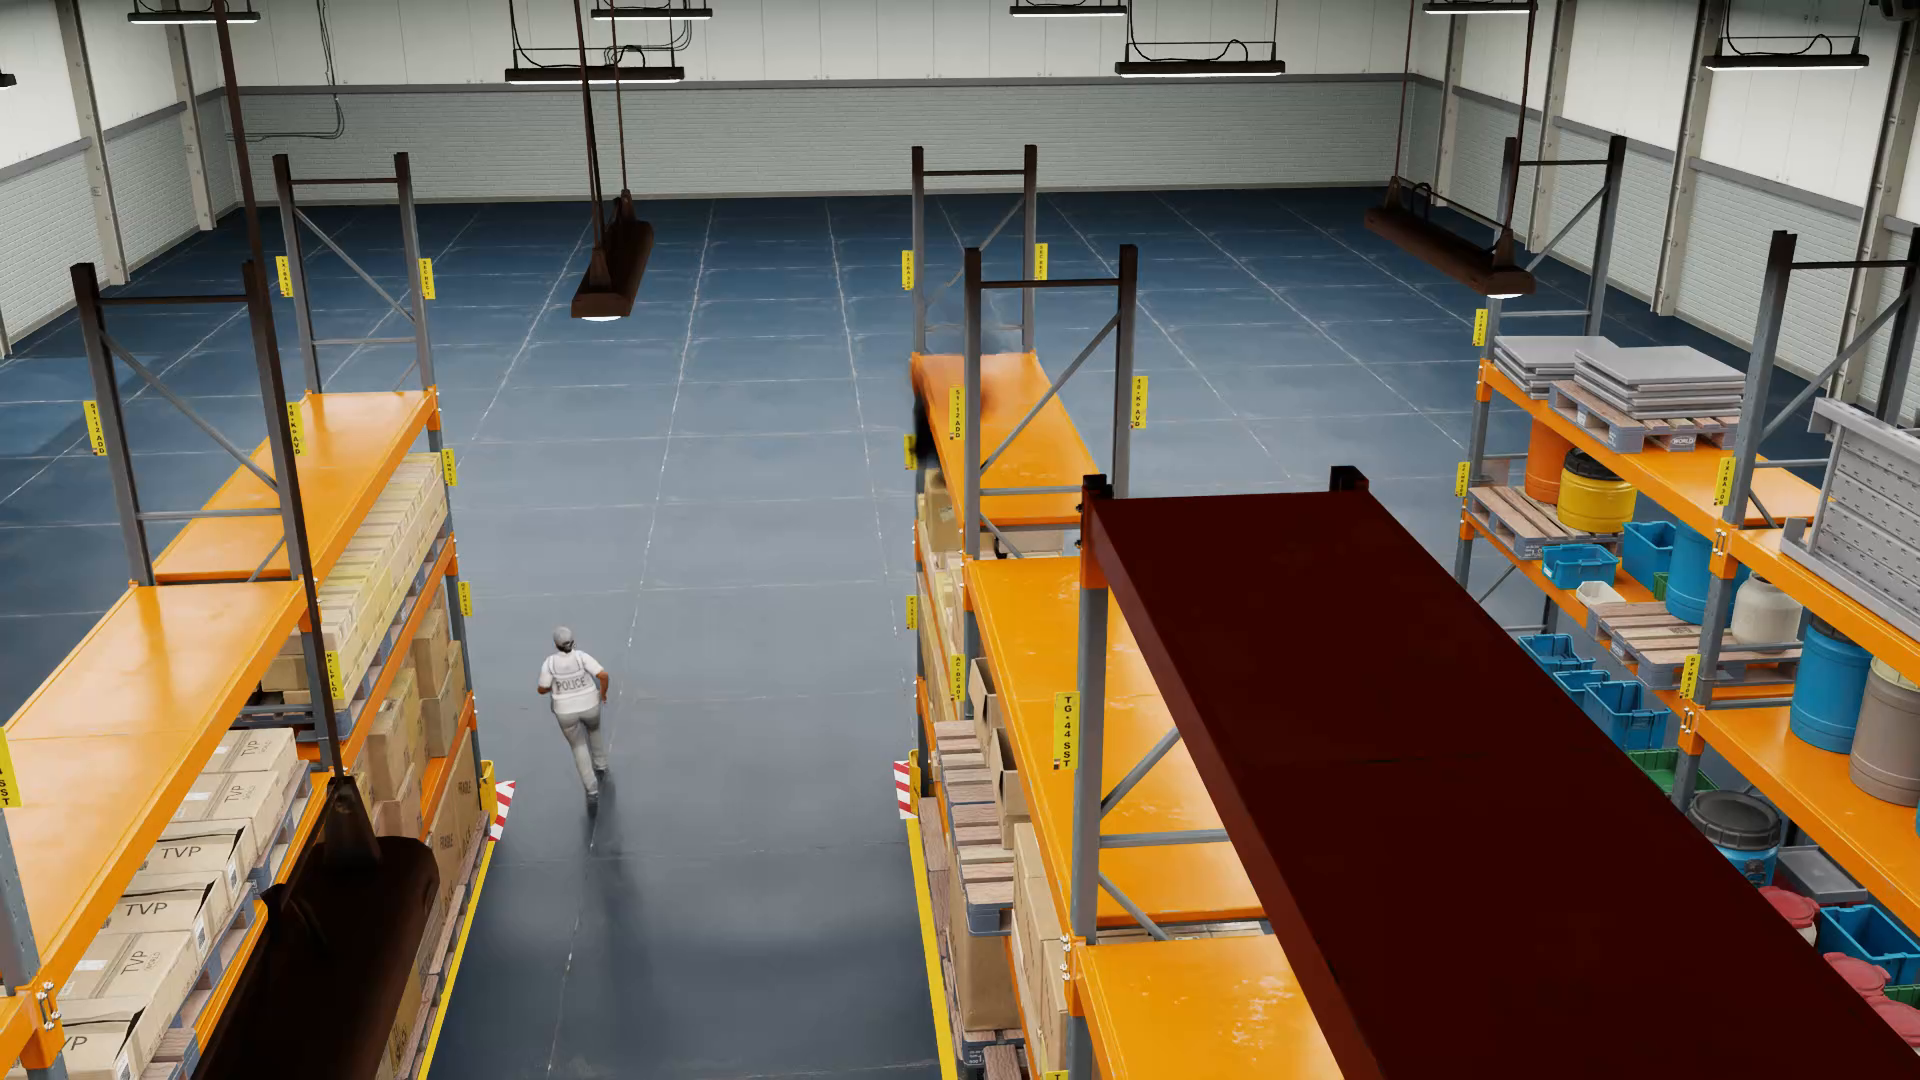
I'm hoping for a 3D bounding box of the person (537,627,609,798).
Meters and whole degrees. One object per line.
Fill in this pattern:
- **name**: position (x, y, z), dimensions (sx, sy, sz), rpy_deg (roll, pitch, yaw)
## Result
- **person**: position (-3.563, 1.600, 15.387), dimensions (0.629, 1.682, 0.882), rpy_deg (-8, 23, -20)
